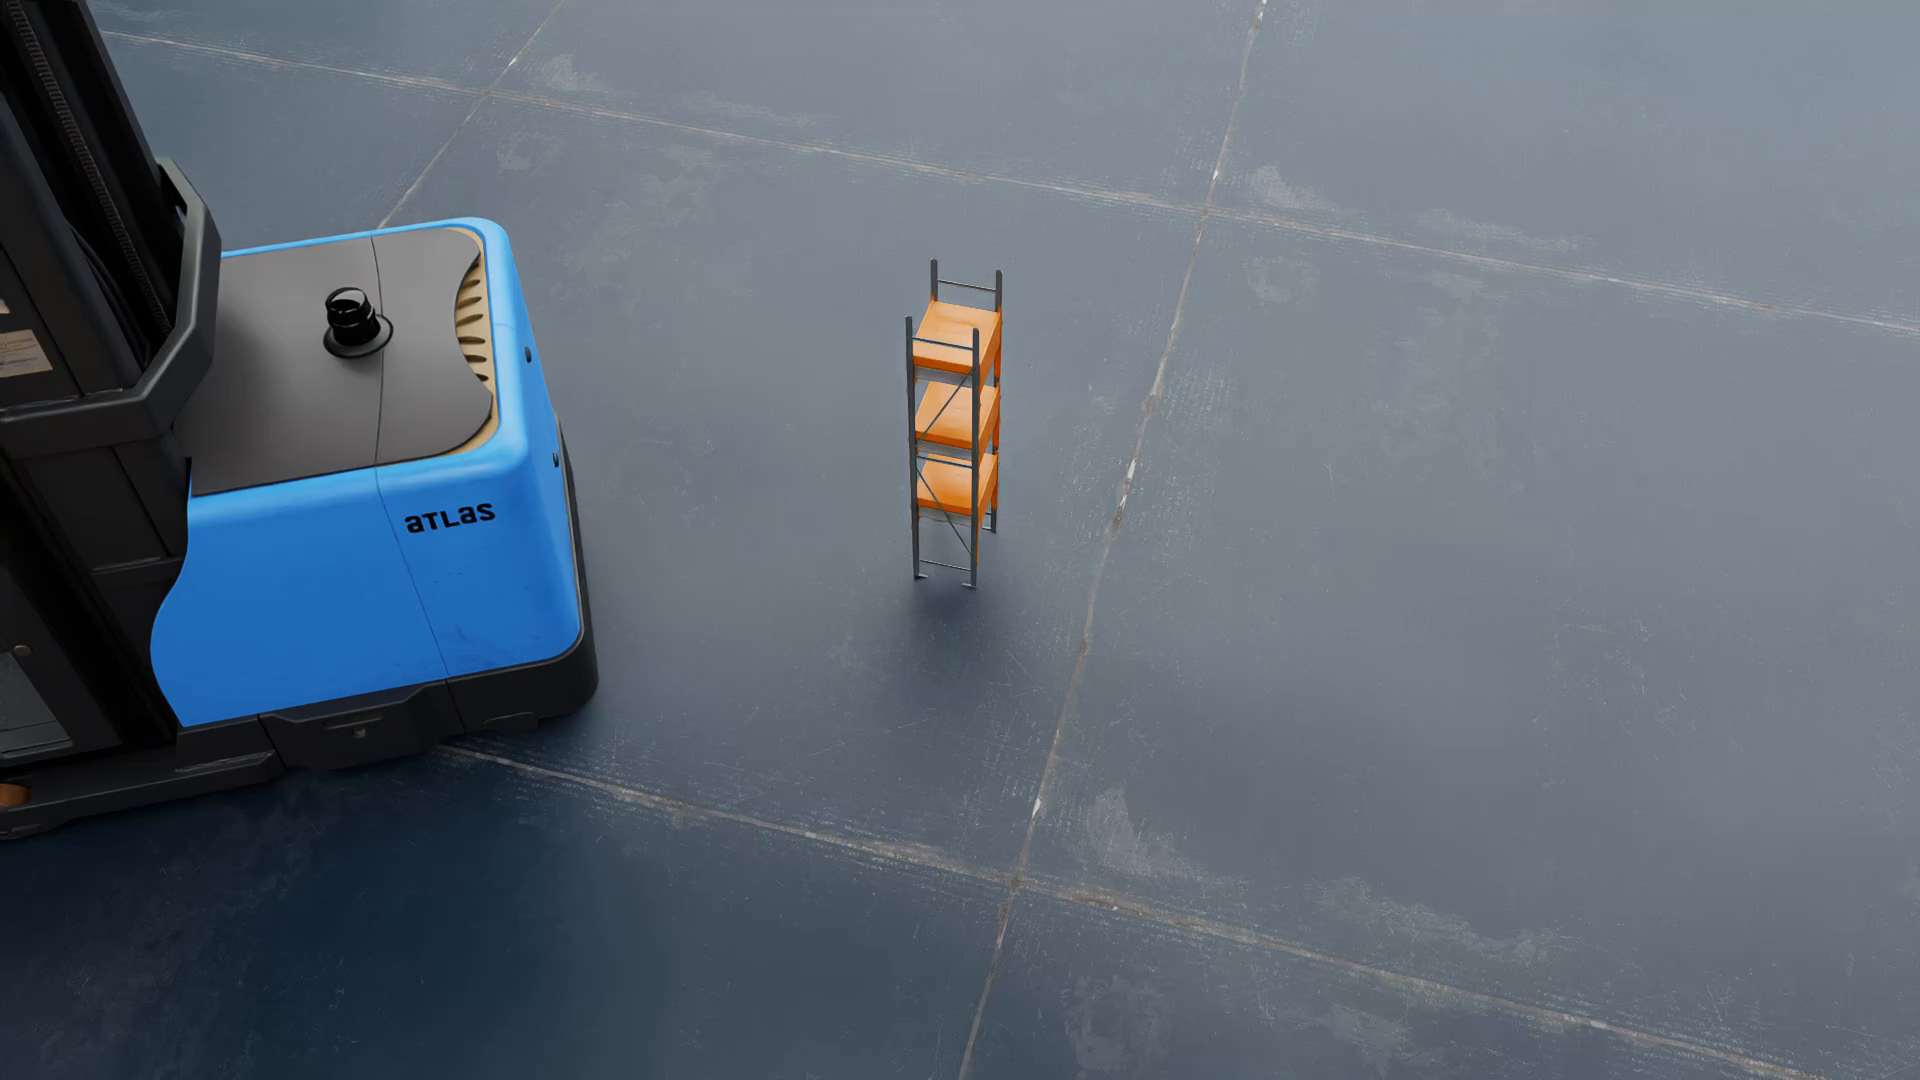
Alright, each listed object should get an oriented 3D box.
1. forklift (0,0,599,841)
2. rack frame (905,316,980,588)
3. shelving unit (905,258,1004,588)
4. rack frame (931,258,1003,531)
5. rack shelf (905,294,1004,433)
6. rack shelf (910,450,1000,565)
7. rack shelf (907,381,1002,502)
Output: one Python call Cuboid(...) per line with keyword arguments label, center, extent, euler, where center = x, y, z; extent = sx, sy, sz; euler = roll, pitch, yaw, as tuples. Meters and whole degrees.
Cuboid(label="forklift", center=(-2.616, -0.559, 3.789), extent=(3.031, 2.935, 1.130), euler=(-10, 49, -9))
Cuboid(label="rack frame", center=(-0.046, -0.220, 4.744), extent=(0.200, 1.050, 0.008), euler=(12, 50, 10))
Cuboid(label="shelving unit", center=(-0.014, -0.309, 4.822), extent=(0.215, 1.050, 0.252), euler=(12, 50, 10))
Cuboid(label="rack frame", center=(0.018, -0.397, 4.900), extent=(0.200, 1.050, 0.008), euler=(12, 50, 10))
Cuboid(label="rack shelf", center=(-0.014, -0.489, 4.617), extent=(0.215, 0.259, 0.240), euler=(12, 50, 10))
Cuboid(label="rack shelf", center=(-0.014, -0.118, 5.039), extent=(0.215, 0.259, 0.240), euler=(12, 50, 10))
Cuboid(label="rack shelf", center=(-0.014, -0.302, 4.830), extent=(0.215, 0.259, 0.240), euler=(12, 50, 10))
